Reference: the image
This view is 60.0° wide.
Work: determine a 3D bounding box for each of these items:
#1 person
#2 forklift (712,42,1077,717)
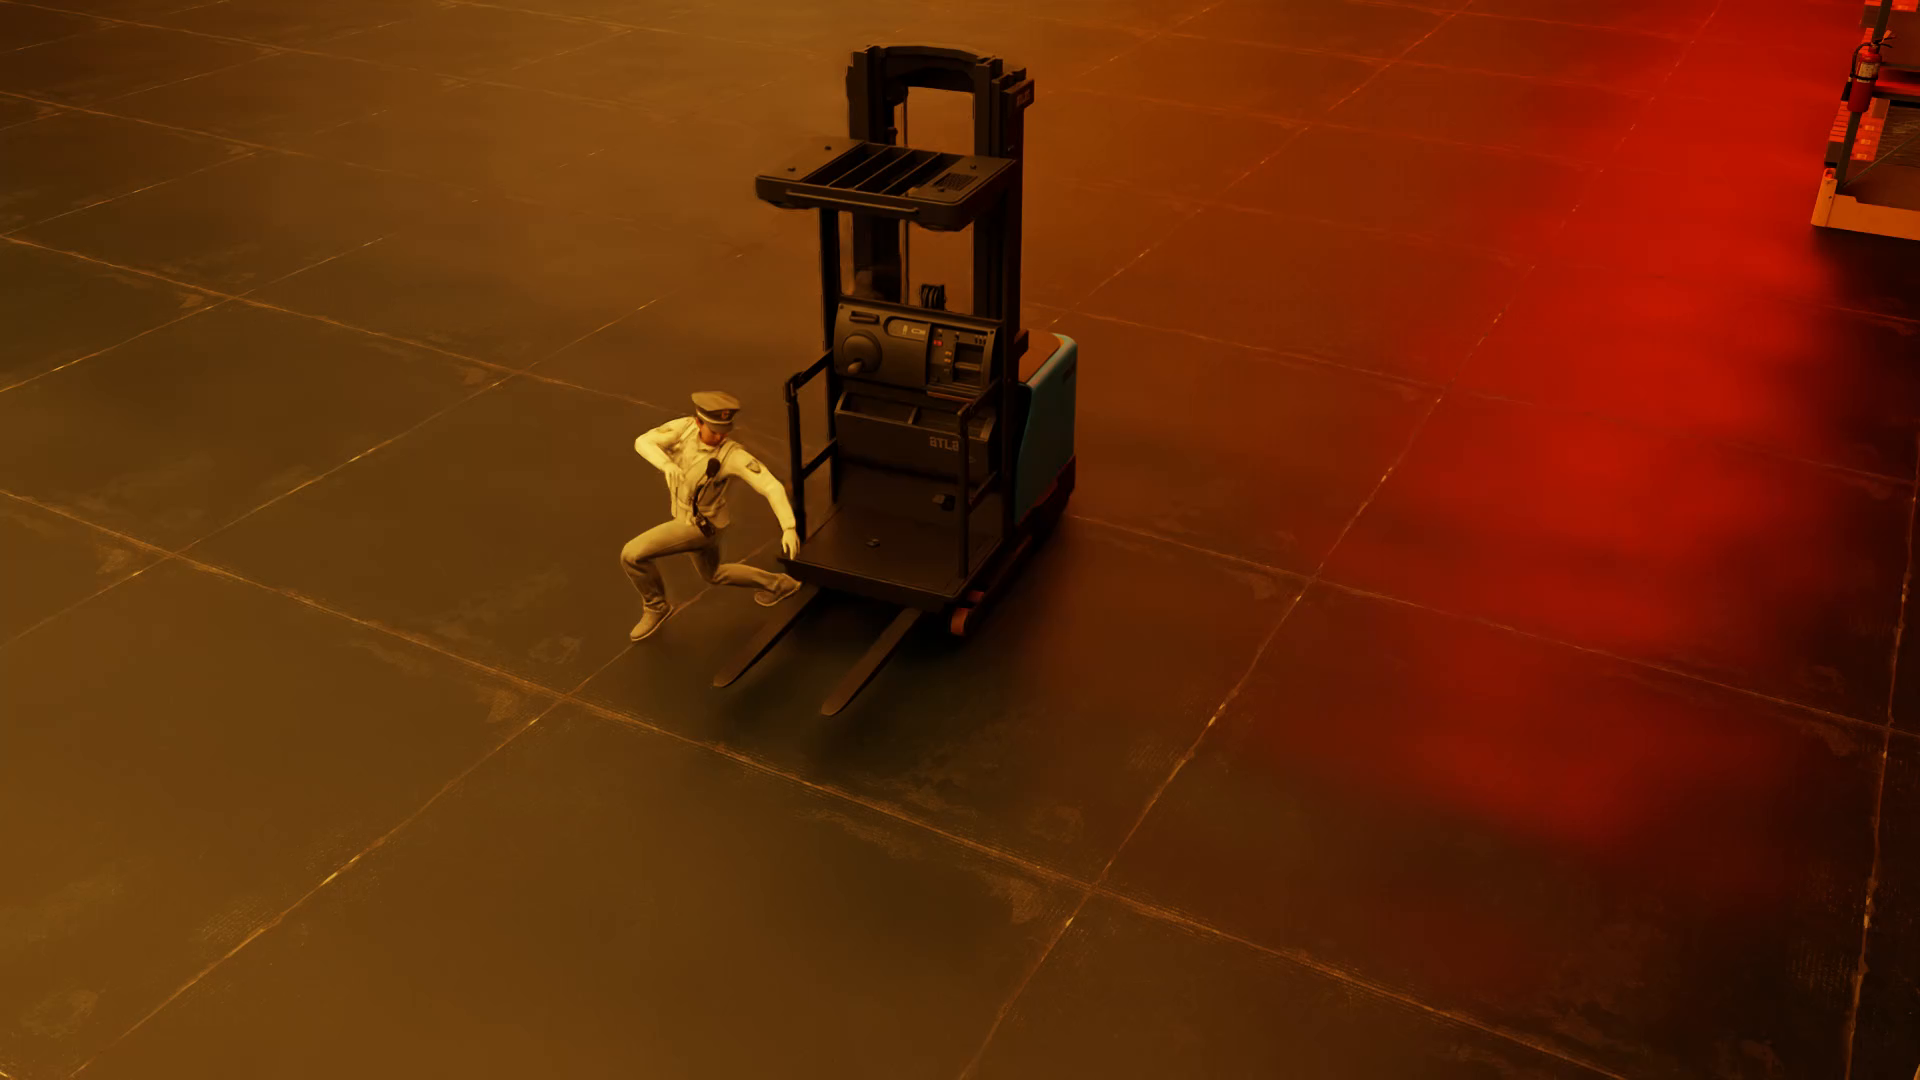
[{"bbox_3d":[-1.311,-0.074,8.686,0.886,1.411,0.743,-12,32,-20],"label":"person"},{"bbox_3d":[-0.330,-0.981,8.770,1.130,2.935,3.031,12,32,20],"label":"forklift"}]
